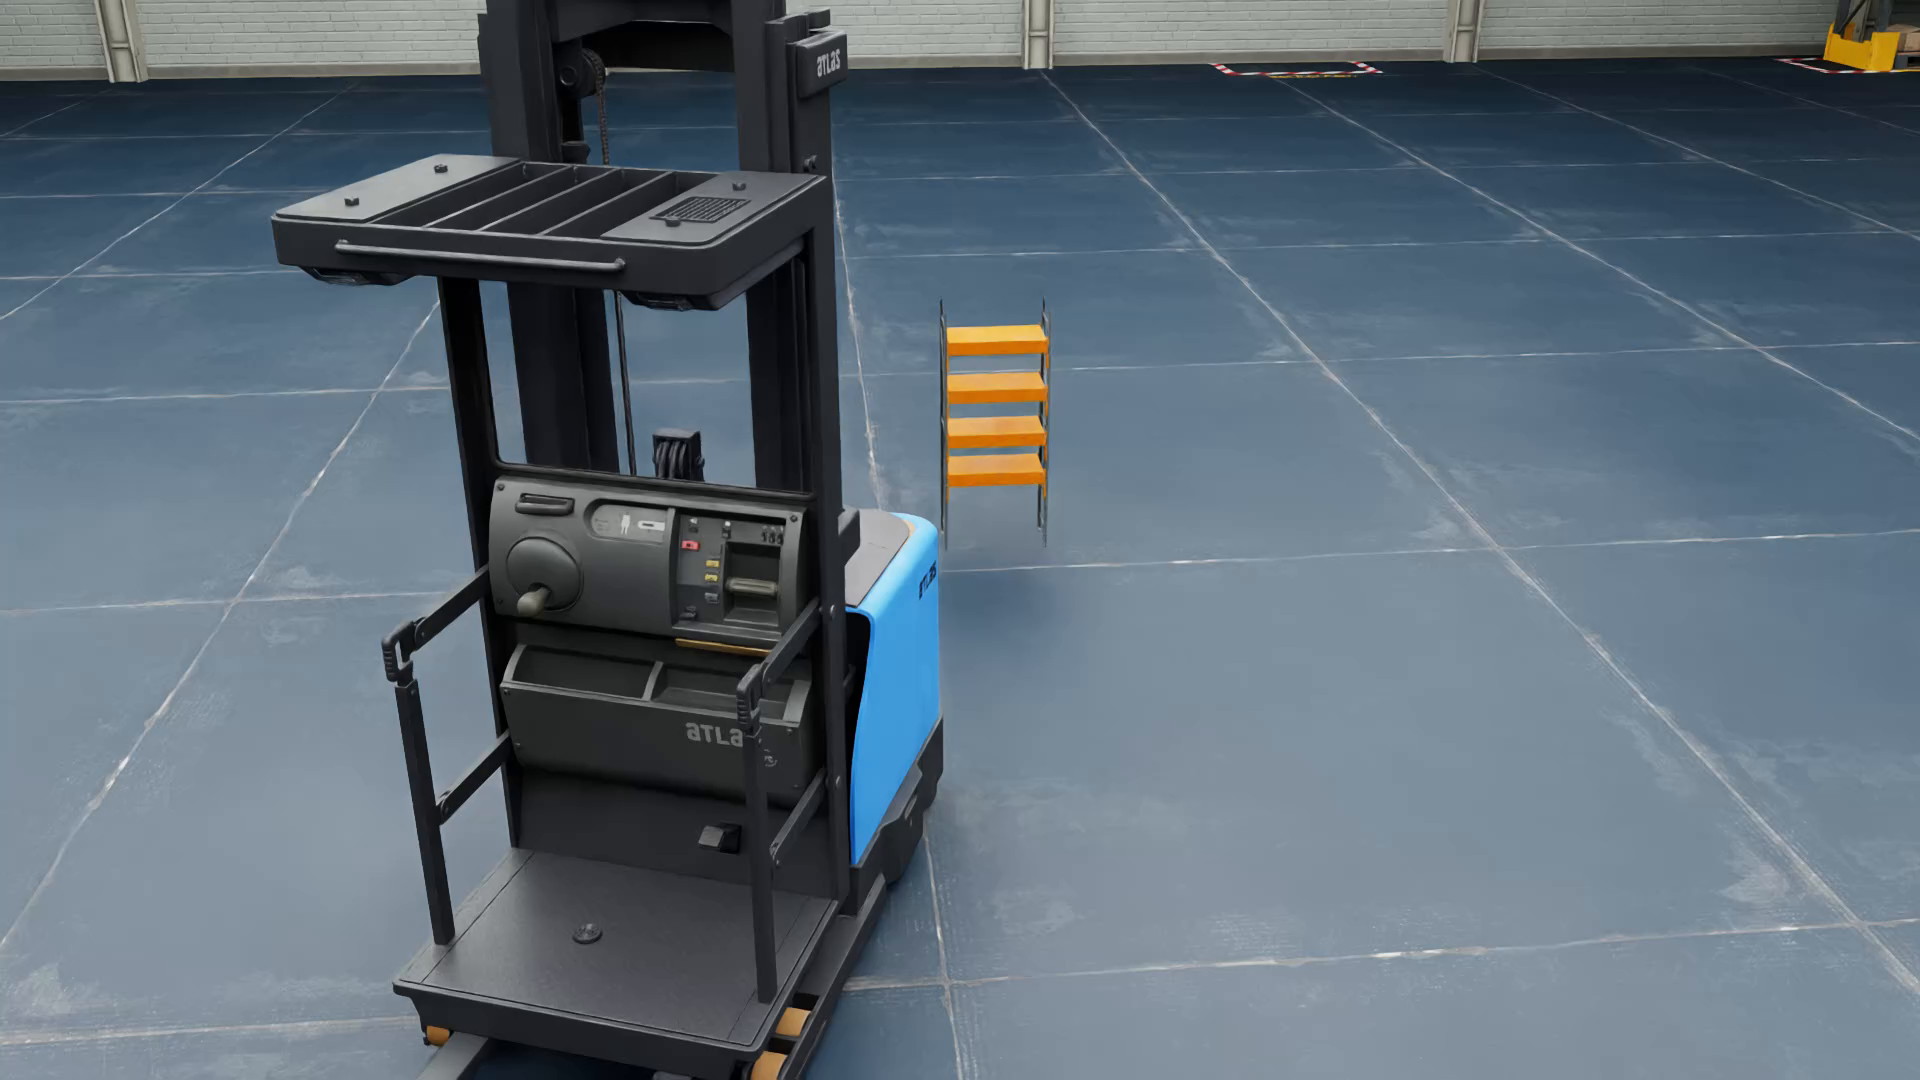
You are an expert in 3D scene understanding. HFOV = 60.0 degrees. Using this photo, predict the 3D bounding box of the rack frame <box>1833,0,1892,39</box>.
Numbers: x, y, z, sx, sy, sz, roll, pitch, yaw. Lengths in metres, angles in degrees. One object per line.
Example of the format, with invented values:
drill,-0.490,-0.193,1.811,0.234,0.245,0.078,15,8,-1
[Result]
rack frame,12.388,-7.973,22.495,0.127,3.000,1.000,-2,24,-5

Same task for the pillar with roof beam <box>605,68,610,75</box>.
pillar with roof beam,-4.490,-8.633,16.595,0.400,9.000,9.100,-2,24,-5

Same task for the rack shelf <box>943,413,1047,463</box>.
rack shelf,0.165,-0.493,8.048,0.480,0.148,0.258,-2,24,-5

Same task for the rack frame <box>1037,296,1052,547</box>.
rack frame,0.408,-0.565,8.043,0.015,1.200,0.240,-2,24,-5

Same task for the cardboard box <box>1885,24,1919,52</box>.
cardboard box,13.086,-6.937,22.932,0.500,0.311,0.500,-5,24,-11

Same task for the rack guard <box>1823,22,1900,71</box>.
rack guard,12.464,-6.834,23.010,0.348,0.500,1.175,-2,24,-5

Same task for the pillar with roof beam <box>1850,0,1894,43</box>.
pillar with roof beam,13.423,-9.352,18.211,0.400,9.000,9.100,-2,24,-5

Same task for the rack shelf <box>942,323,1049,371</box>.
rack shelf,0.165,-0.914,7.862,0.480,0.148,0.258,-2,24,-5

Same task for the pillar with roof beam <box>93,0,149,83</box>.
pillar with roof beam,-10.461,-8.394,16.056,0.400,9.000,9.100,-2,24,-5

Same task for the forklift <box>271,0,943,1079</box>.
forklift,-0.935,0.085,4.449,1.130,2.935,3.031,6,25,14

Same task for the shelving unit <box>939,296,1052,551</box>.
shelving unit,0.165,-0.555,8.021,0.503,1.200,0.258,-2,24,-5

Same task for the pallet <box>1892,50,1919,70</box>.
pallet,13.276,-6.720,23.109,1.213,0.211,1.003,-2,24,-5

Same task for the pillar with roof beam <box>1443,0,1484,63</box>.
pillar with roof beam,7.452,-9.112,17.672,0.400,9.000,9.100,-2,24,-5

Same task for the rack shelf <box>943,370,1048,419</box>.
rack shelf,0.165,-0.698,7.958,0.480,0.148,0.258,-2,24,-5

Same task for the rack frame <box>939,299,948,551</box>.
rack frame,-0.078,-0.545,7.999,0.015,1.200,0.240,-2,24,-5

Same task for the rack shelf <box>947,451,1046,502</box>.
rack shelf,0.165,-0.312,8.129,0.480,0.148,0.258,-2,24,-5

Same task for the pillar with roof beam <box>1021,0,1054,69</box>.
pillar with roof beam,1.481,-8.873,17.133,0.400,9.000,9.100,-2,24,-5
